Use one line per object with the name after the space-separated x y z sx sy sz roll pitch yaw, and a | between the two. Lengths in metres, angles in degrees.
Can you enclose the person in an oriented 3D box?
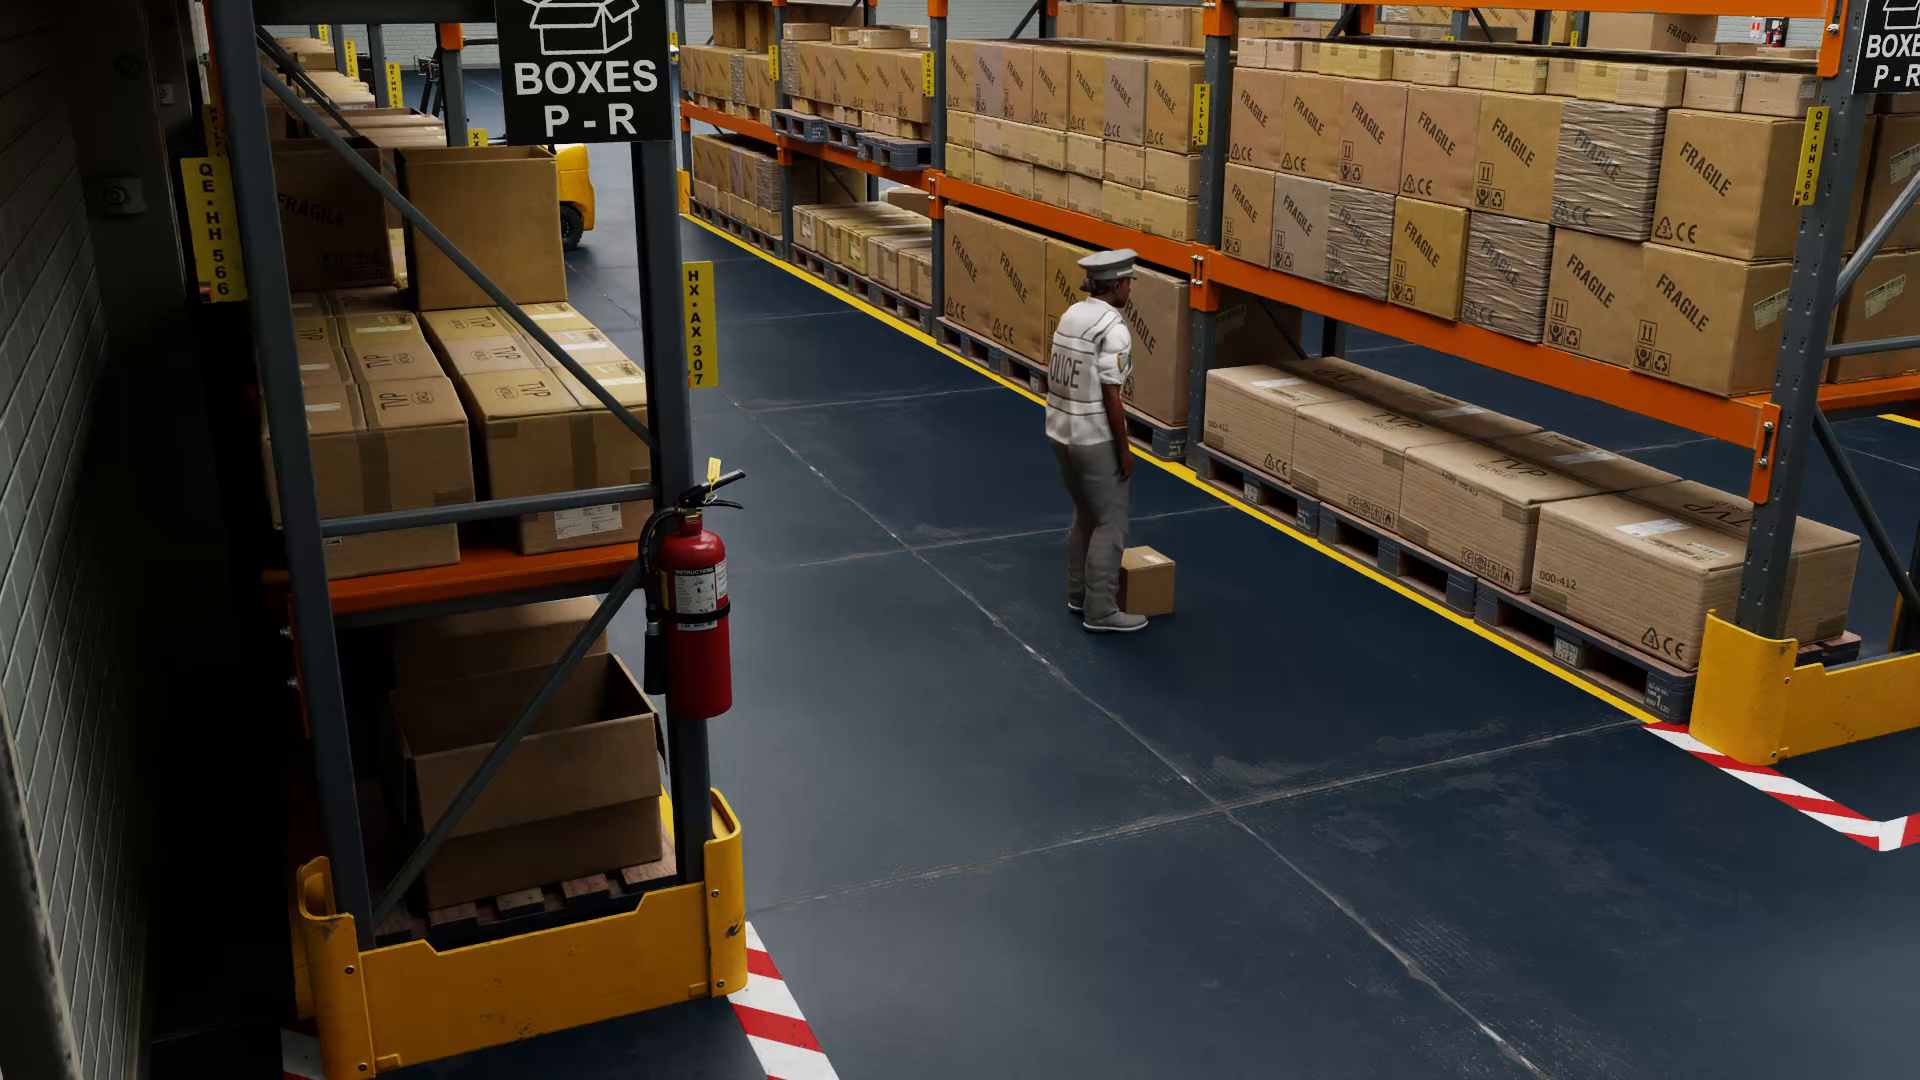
0.612 -0.437 7.339 0.428 1.657 0.529 -9 21 -25 | person
